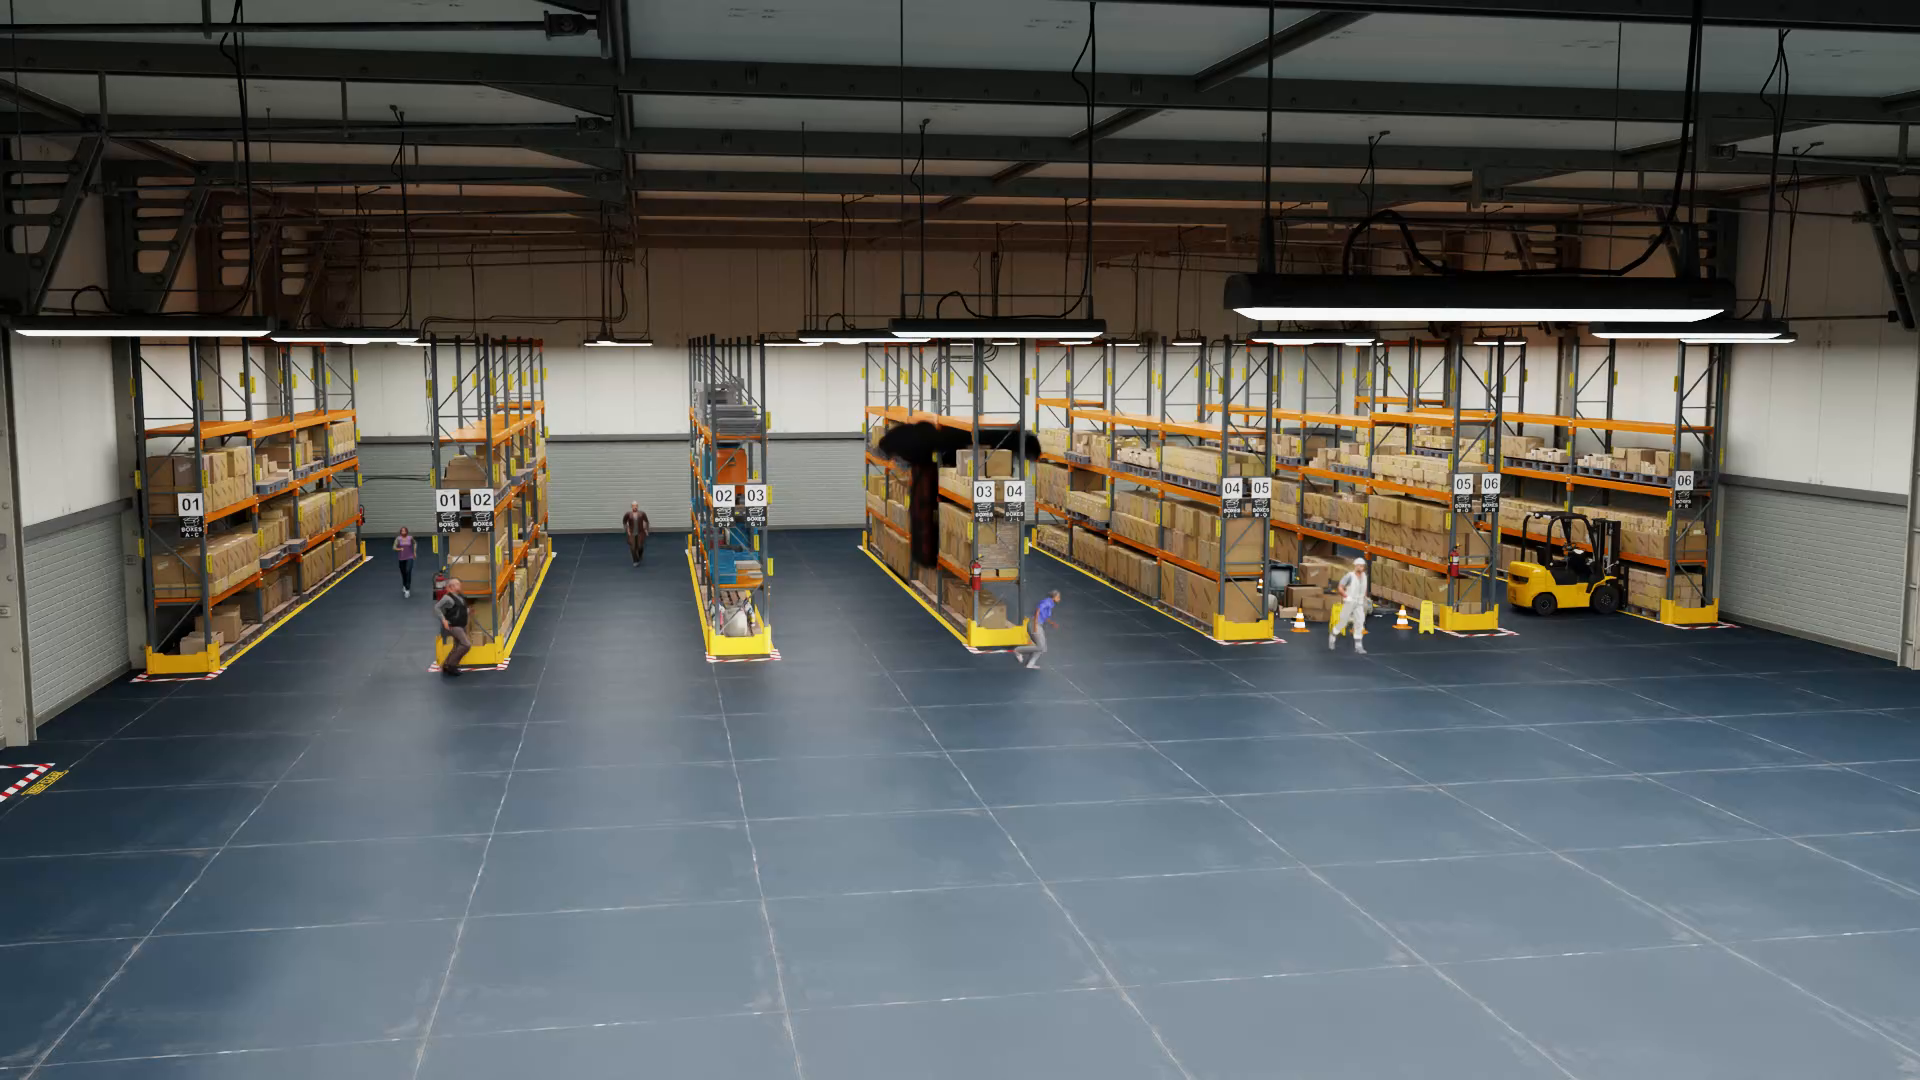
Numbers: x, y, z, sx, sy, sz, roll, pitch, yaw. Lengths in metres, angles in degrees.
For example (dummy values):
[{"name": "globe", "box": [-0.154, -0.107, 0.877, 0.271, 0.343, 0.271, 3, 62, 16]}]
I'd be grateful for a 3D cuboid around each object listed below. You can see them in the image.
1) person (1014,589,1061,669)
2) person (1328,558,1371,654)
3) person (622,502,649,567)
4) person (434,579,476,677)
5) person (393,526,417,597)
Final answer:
[{"name": "person", "box": [1.385, 1.609, 29.782, 0.831, 1.457, 0.589, 1, 7, 5]}, {"name": "person", "box": [7.444, 1.214, 31.309, 0.706, 1.767, 0.960, -3, 7, -23]}, {"name": "person", "box": [-8.568, -0.158, 43.933, 0.692, 1.724, 0.674, -1, 7, -9]}, {"name": "person", "box": [-8.811, 1.539, 29.148, 0.695, 1.712, 0.646, 1, 7, 12]}, {"name": "person", "box": [-12.930, 0.474, 38.753, 0.499, 1.626, 0.825, -1, 7, -12]}]
